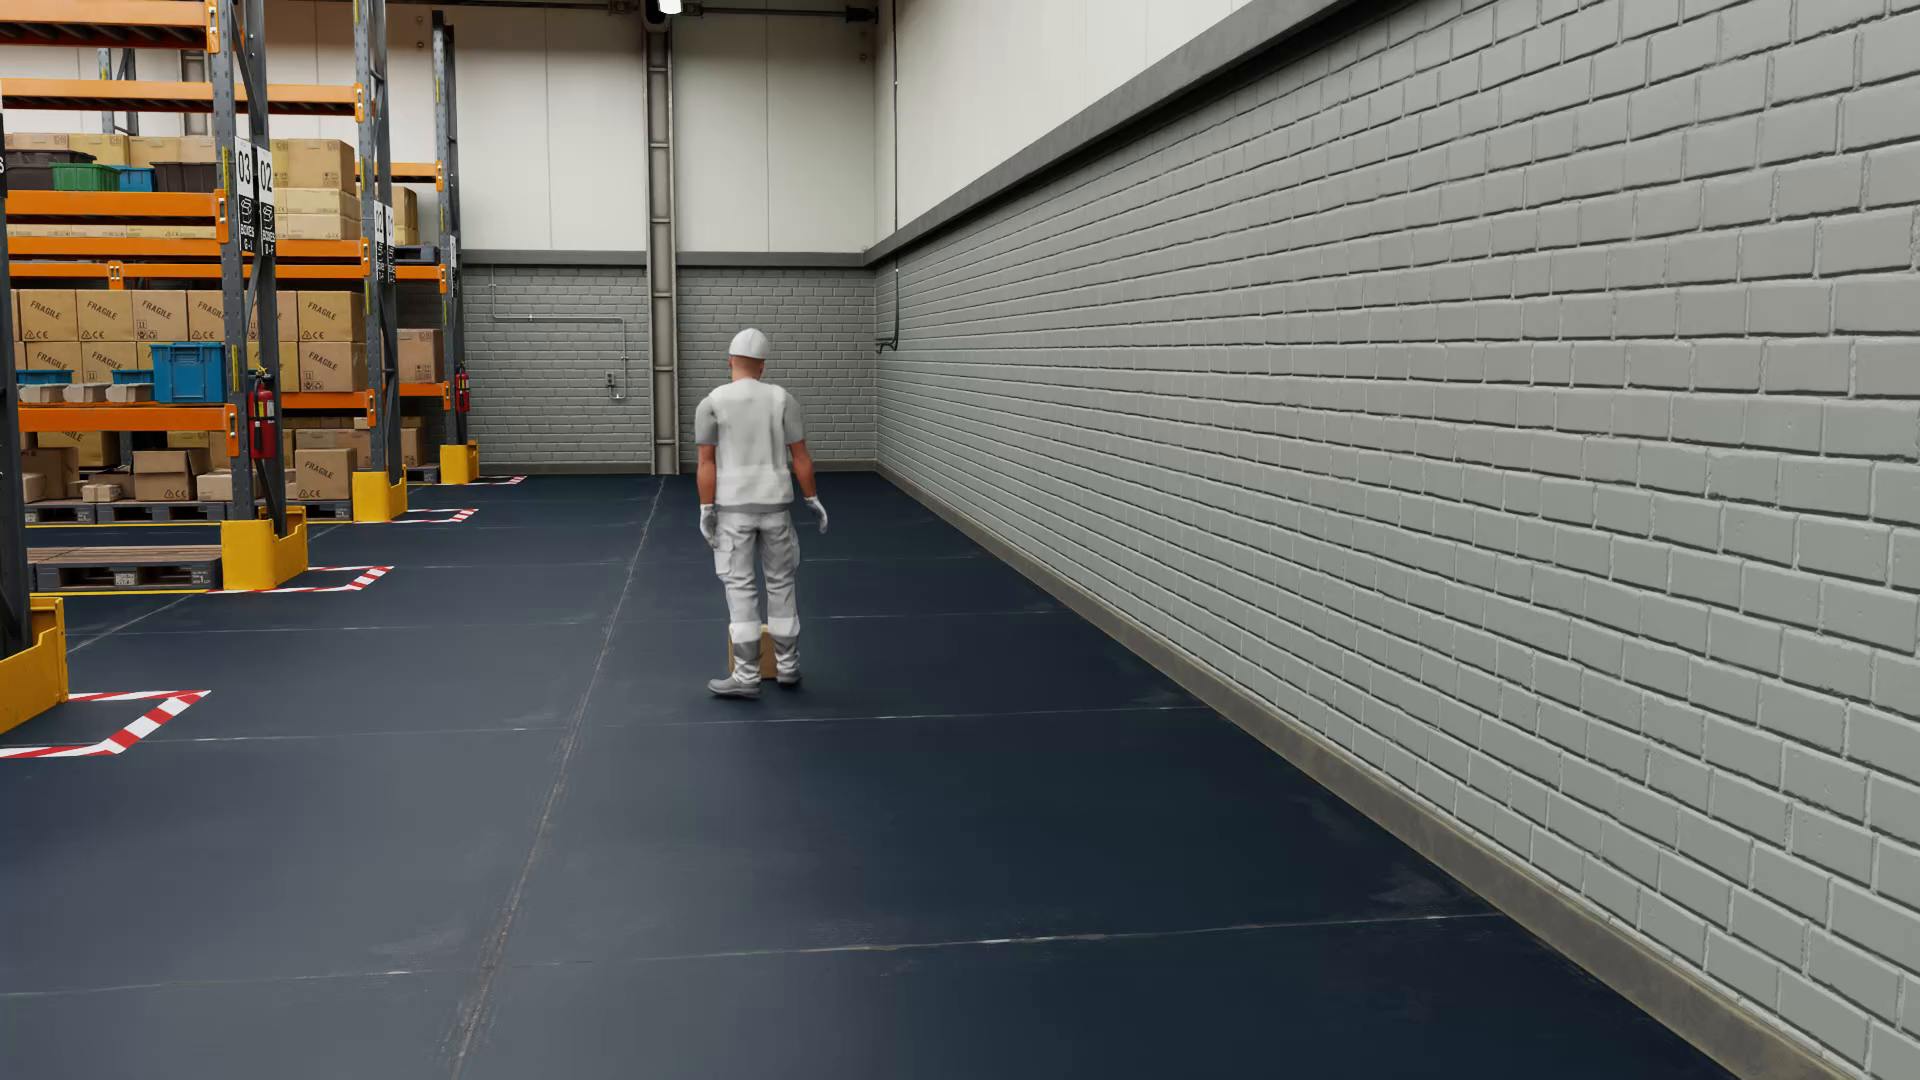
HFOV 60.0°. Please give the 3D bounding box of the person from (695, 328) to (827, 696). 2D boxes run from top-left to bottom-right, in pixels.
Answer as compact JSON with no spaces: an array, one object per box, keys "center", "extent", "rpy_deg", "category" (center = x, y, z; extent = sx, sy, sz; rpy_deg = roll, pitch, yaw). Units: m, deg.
[{"center":[-0.995,-0.151,8.264],"extent":[0.655,1.789,0.506],"rpy_deg":[-2,7,-19],"category":"person"}]
